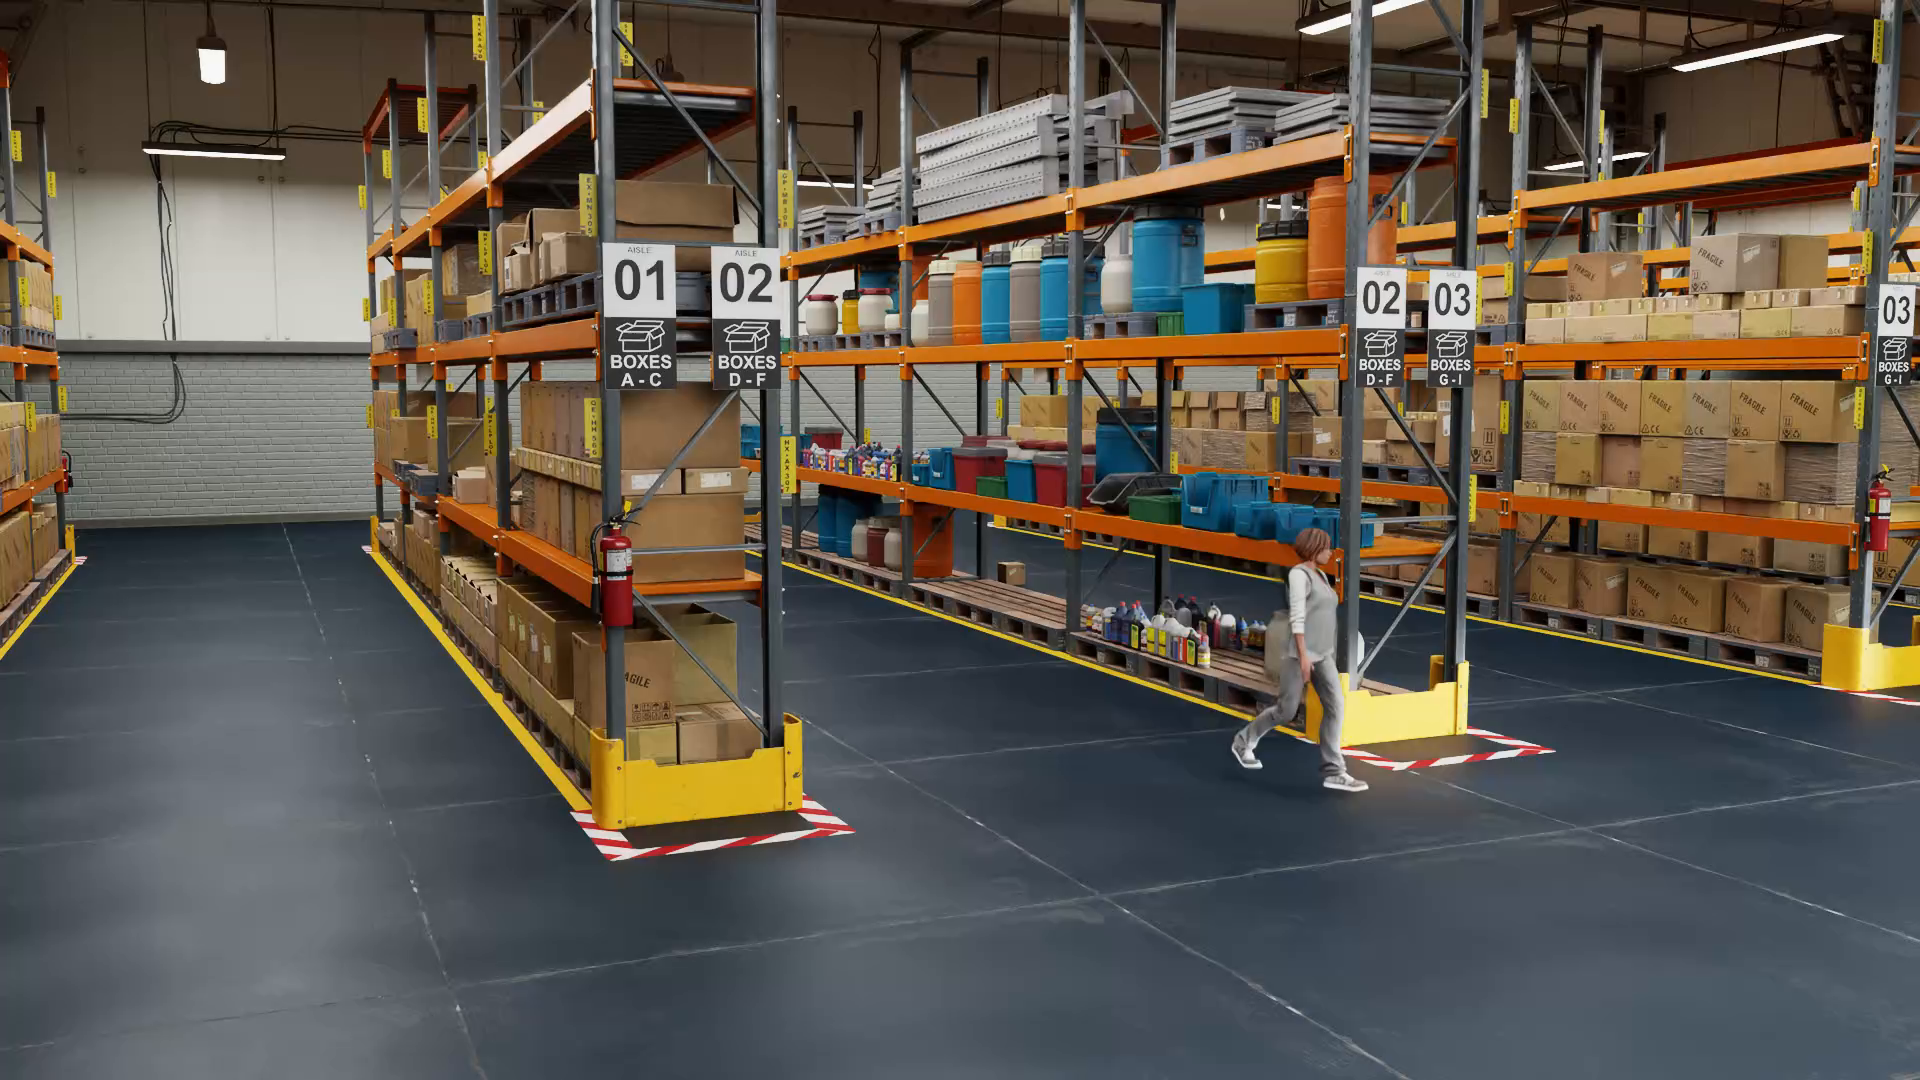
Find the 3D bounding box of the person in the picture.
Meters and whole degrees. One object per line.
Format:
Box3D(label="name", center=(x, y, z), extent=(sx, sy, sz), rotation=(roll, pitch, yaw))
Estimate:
Box3D(label="person", center=(2.077, 0.700, 10.057), extent=(0.881, 1.550, 0.454), rotation=(5, 8, 43))
